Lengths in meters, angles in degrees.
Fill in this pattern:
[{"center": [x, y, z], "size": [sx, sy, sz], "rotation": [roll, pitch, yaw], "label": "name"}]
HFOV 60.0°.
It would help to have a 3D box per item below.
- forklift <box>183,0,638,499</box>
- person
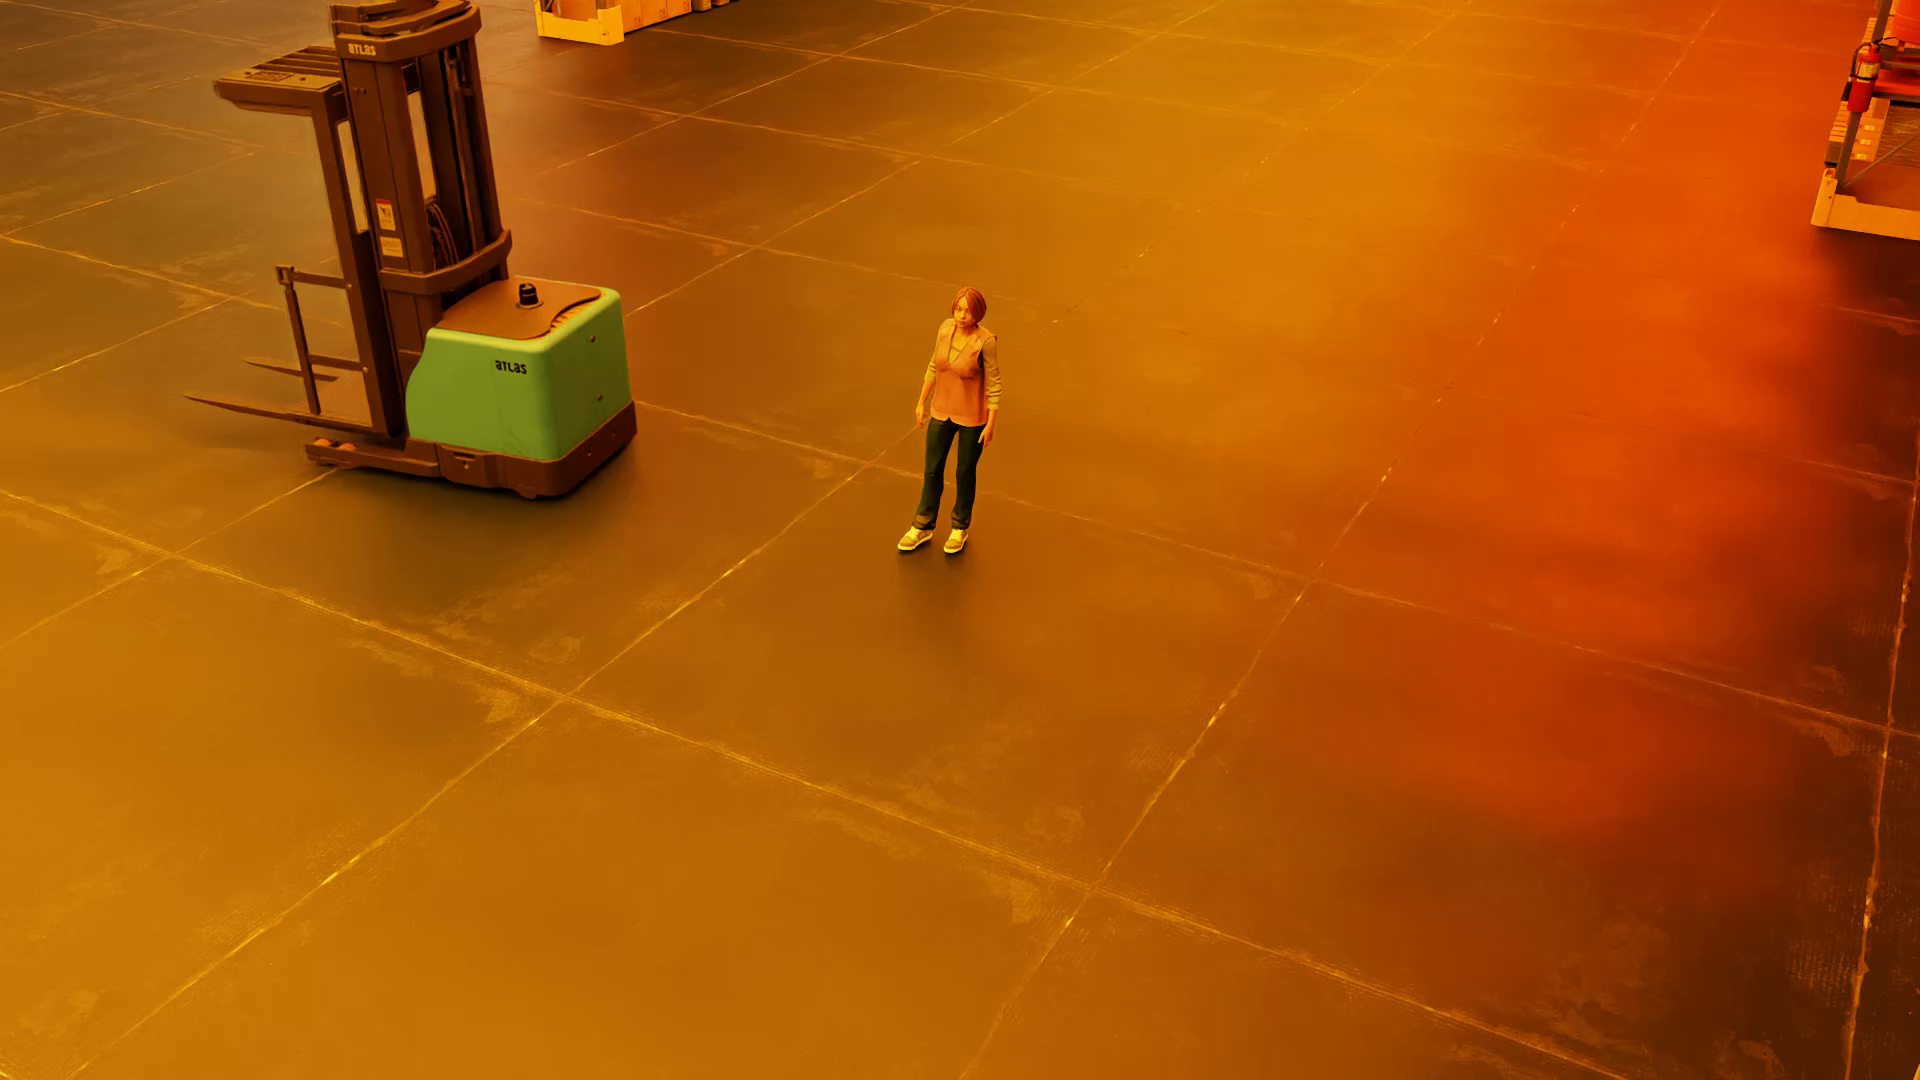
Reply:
[{"center": [-3.728, -1.964, 10.473], "size": [3.031, 2.935, 1.130], "rotation": [10, 31, 17], "label": "forklift"}, {"center": [-0.048, -0.669, 9.550], "size": [0.520, 1.597, 0.476], "rotation": [15, 33, 25], "label": "person"}]
